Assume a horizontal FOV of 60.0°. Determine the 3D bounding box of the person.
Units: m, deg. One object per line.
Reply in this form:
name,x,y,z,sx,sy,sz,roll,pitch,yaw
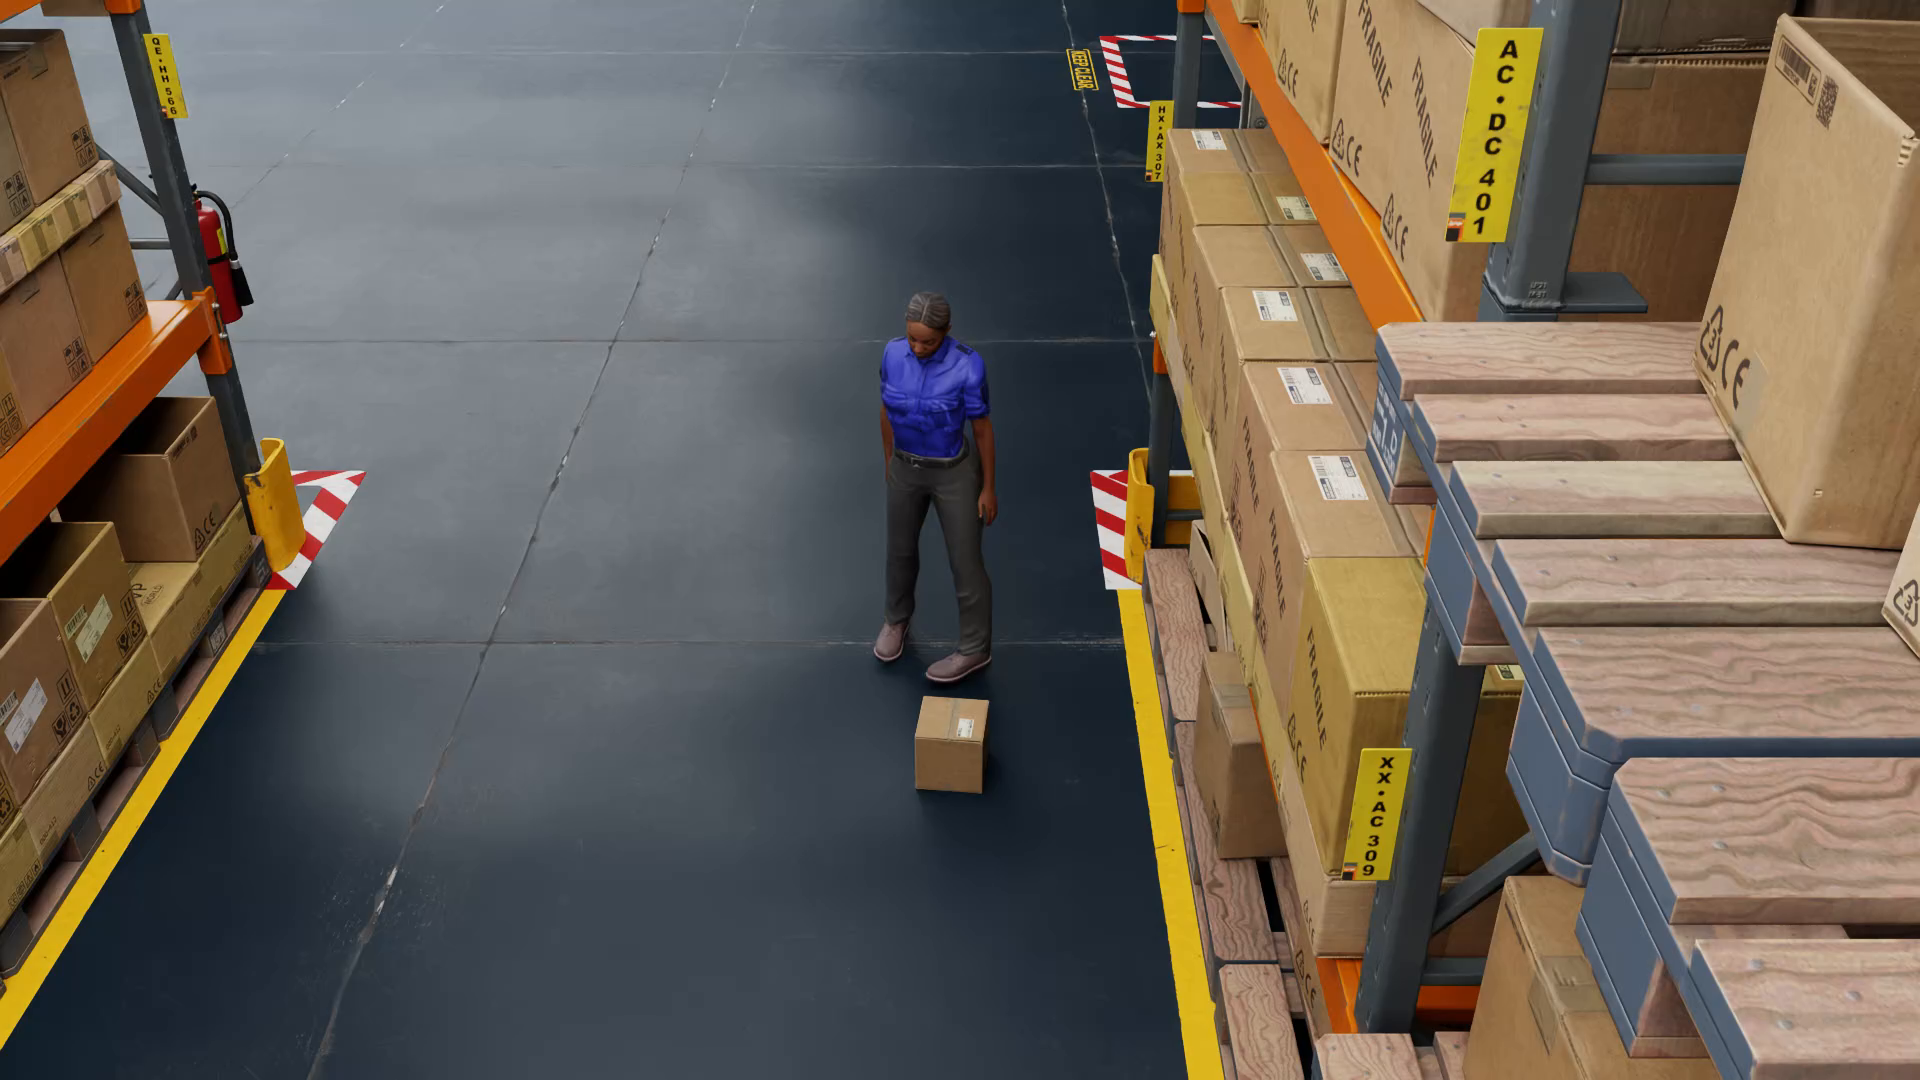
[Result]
person,-0.110,-0.215,6.483,0.515,1.646,0.398,12,34,19
